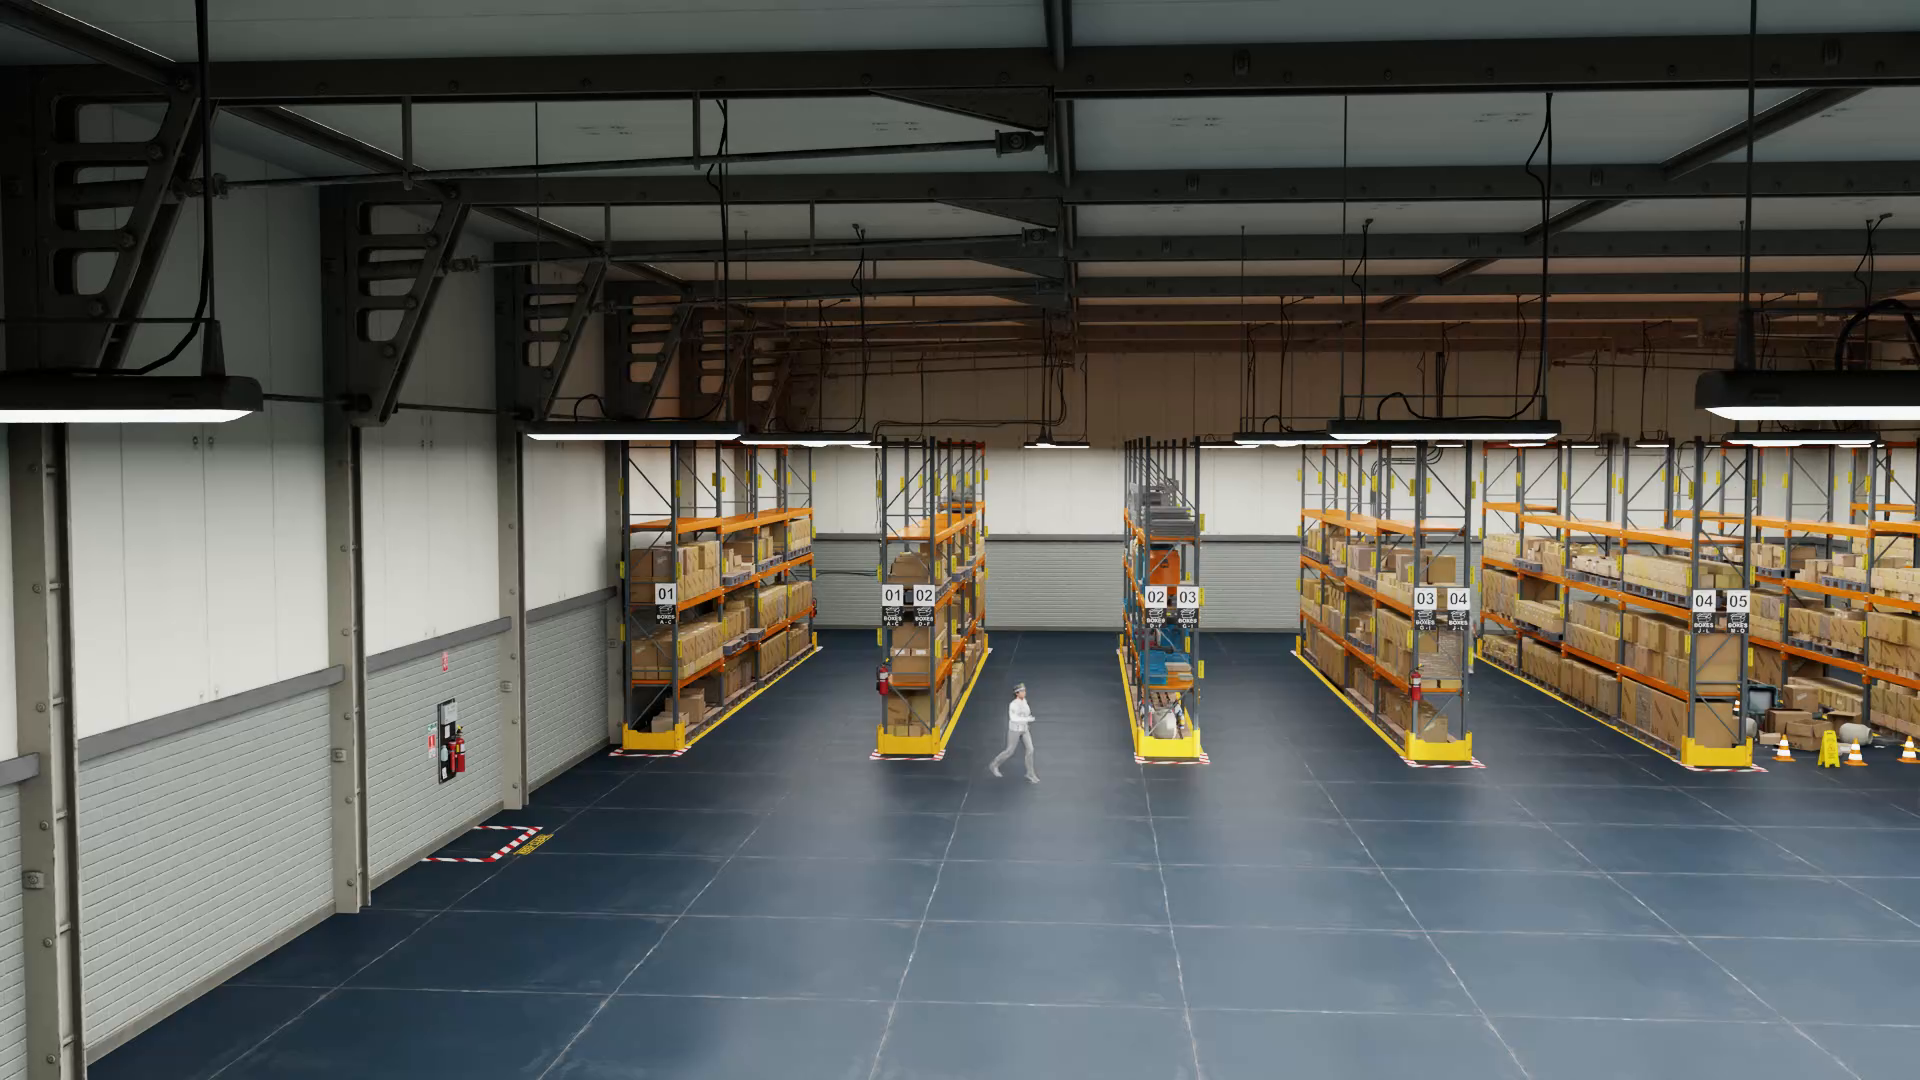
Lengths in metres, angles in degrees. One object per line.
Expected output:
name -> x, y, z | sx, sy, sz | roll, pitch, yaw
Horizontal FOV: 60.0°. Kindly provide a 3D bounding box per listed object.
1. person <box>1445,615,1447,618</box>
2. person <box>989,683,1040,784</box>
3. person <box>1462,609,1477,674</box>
person -> 13.819, 2.383, 47.005 | 0.585, 1.630, 0.586 | -2, 4, -32
person -> 0.970, 3.331, 28.846 | 0.914, 1.730, 0.623 | 2, 4, 35
person -> 13.095, 2.586, 42.950 | 0.568, 1.663, 0.935 | 0, 3, -2
